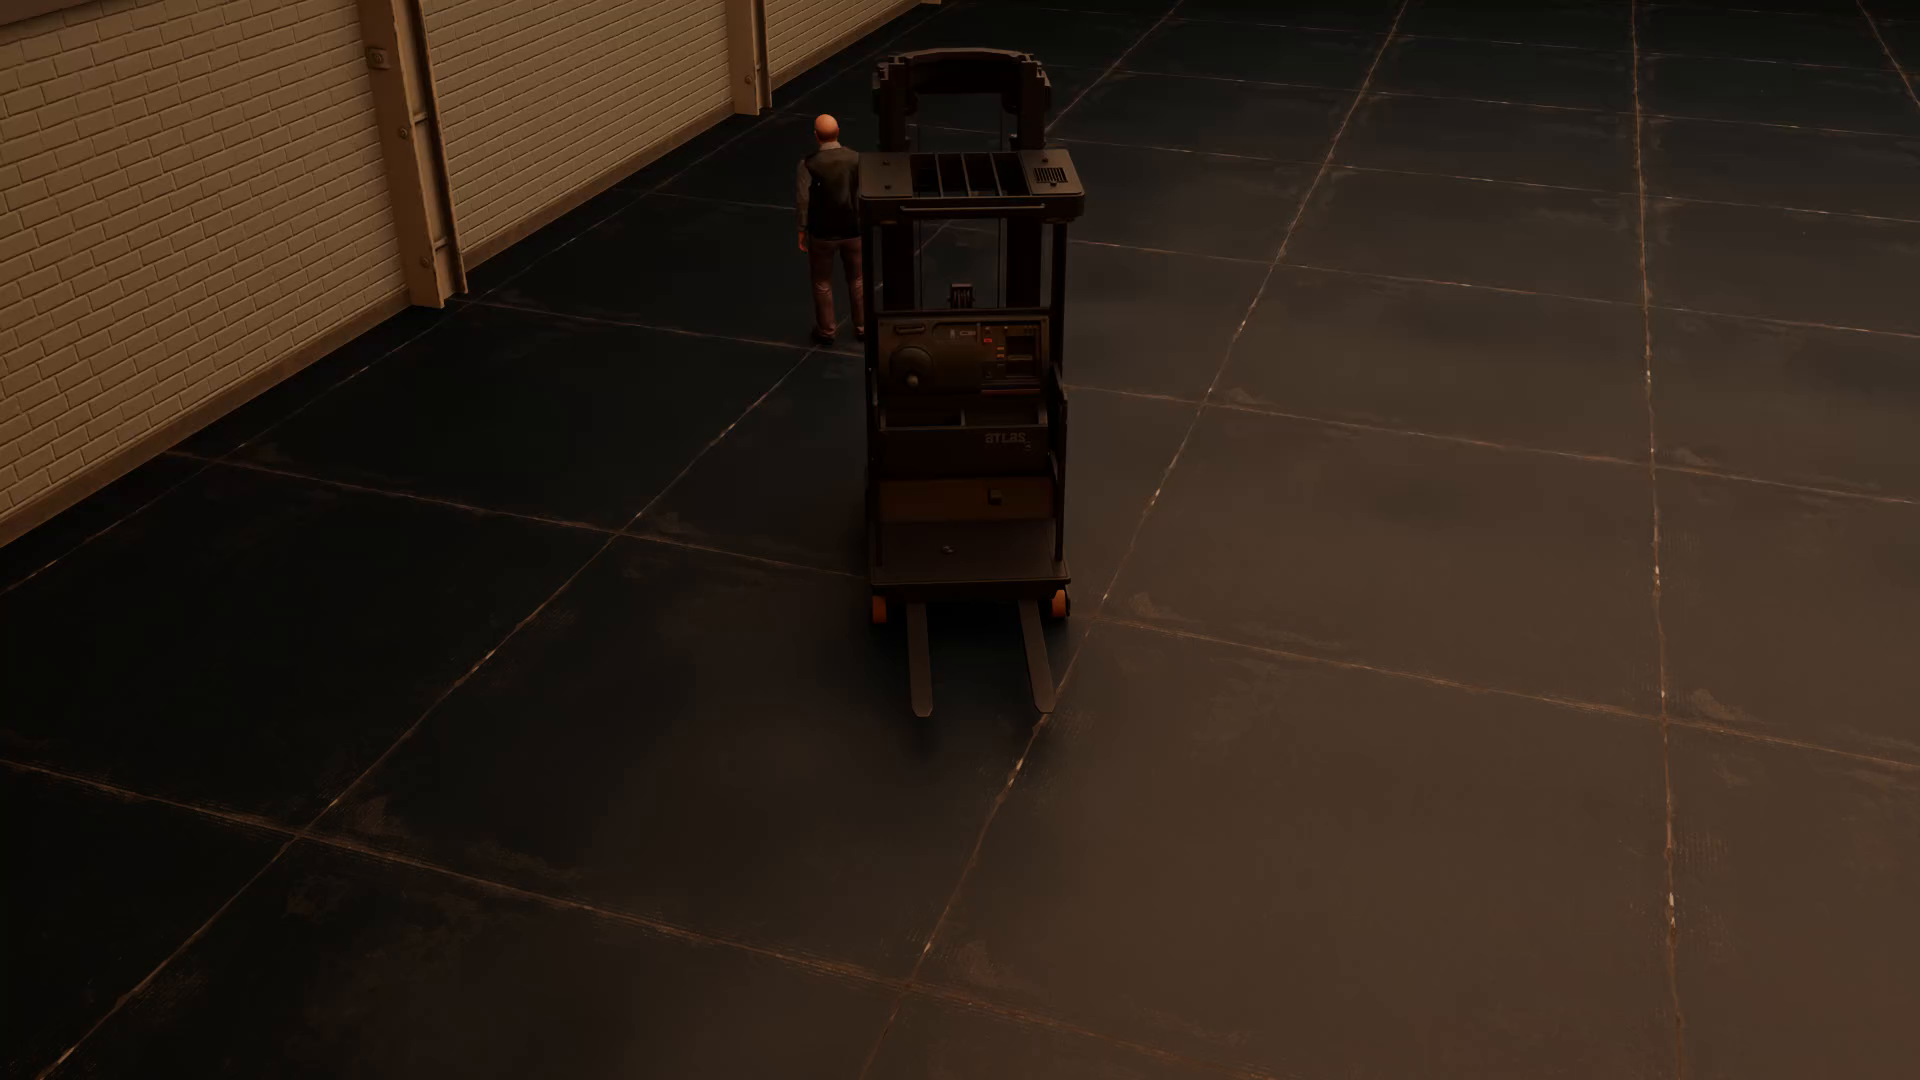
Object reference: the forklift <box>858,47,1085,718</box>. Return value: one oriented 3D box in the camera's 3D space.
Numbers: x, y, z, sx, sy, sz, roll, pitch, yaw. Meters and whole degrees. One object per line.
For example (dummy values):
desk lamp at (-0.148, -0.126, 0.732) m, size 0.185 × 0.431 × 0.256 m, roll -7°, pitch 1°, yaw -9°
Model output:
forklift at (0.035, -0.972, 8.842) m, size 1.130 × 2.935 × 3.031 m, roll -2°, pitch 30°, yaw -3°

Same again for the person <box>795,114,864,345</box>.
person at (-0.930, -2.294, 12.383) m, size 0.594 × 1.721 × 0.424 m, roll -9°, pitch 31°, yaw -16°
